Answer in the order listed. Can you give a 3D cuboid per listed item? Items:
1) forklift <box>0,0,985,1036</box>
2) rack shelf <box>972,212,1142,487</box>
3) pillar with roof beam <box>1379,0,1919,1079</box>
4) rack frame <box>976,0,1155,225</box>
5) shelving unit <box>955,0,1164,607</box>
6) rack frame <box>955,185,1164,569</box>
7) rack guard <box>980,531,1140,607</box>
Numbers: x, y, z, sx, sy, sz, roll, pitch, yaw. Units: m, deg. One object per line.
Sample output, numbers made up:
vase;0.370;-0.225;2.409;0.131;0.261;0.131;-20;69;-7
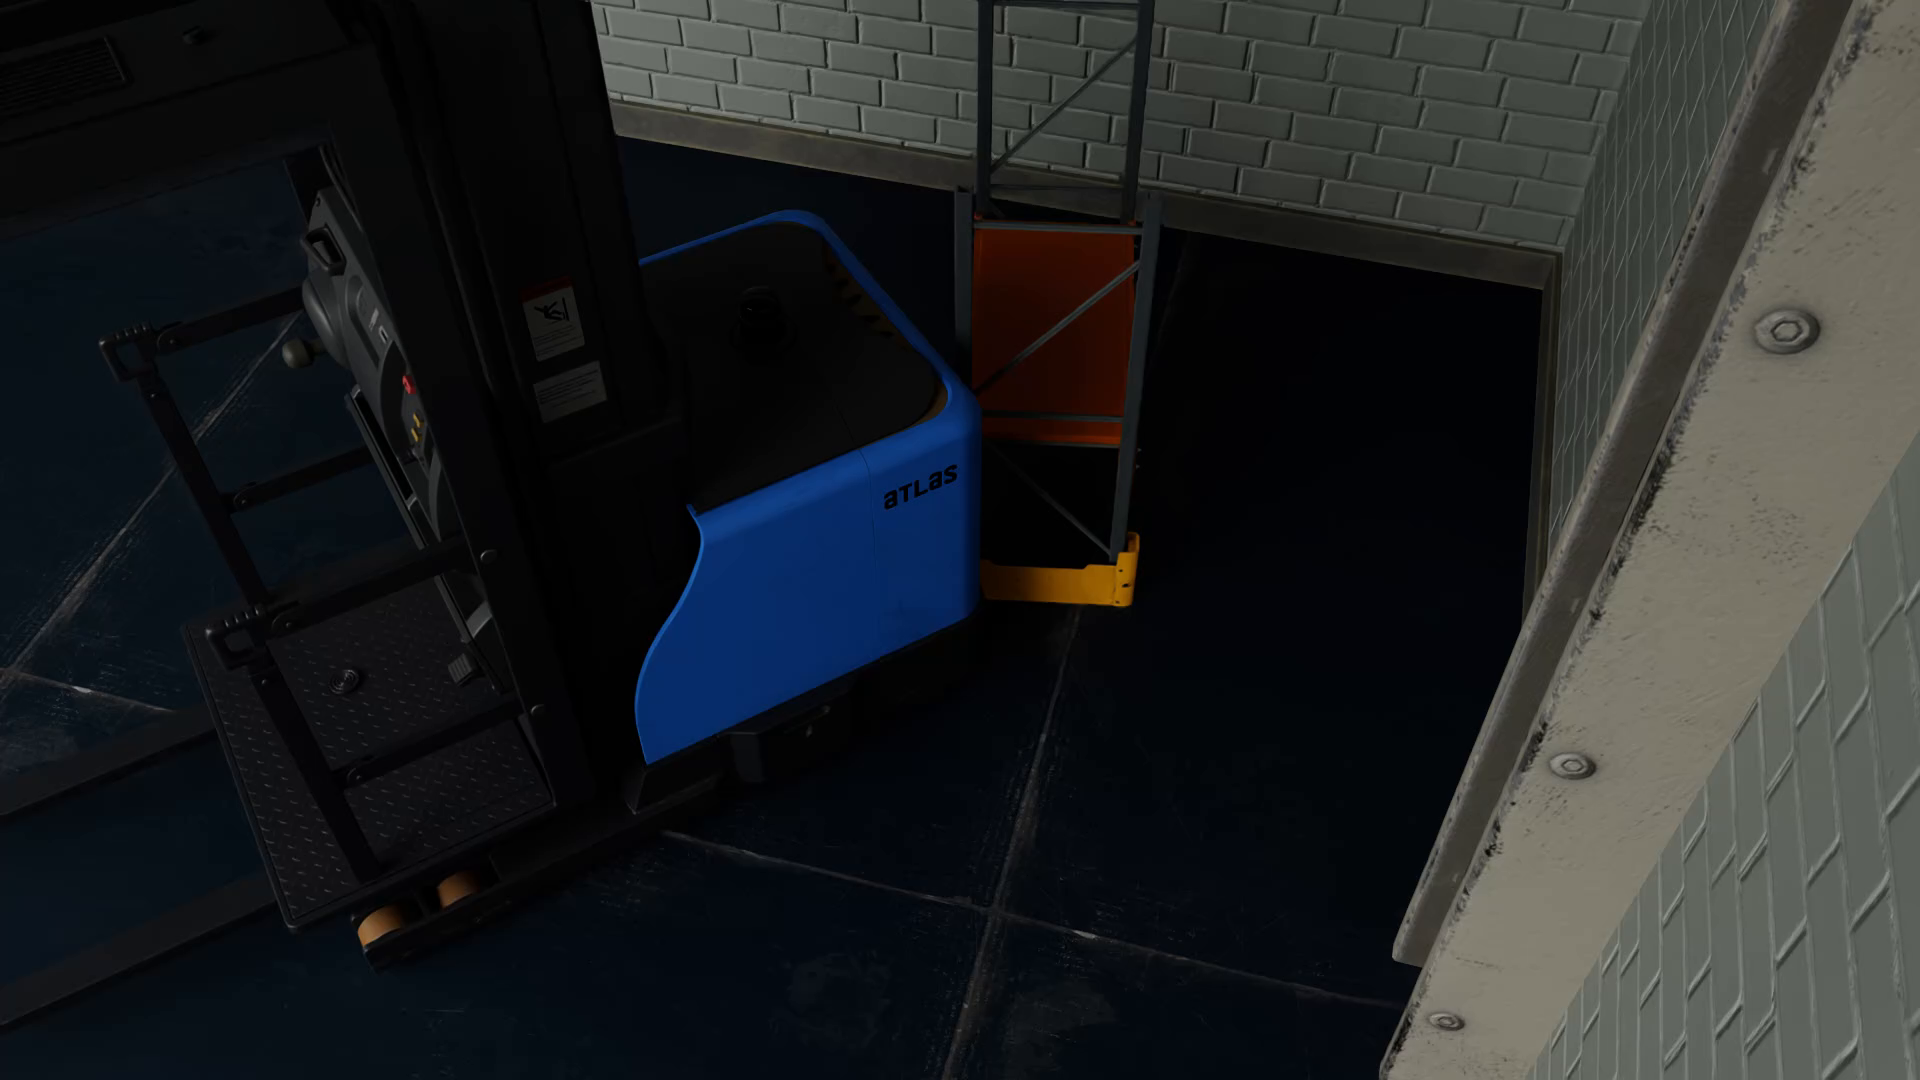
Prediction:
forklift;-1.462;-0.336;3.592;3.031;2.935;1.130;-24;53;-20
rack shelf;0.270;-0.598;5.017;0.538;0.185;1.000;3;49;2
pillar with roof beam;-2.926;-2.612;1.553;9.100;9.000;0.400;12;50;10
rack frame;0.302;-1.097;5.218;0.500;1.500;0.032;3;49;2
shelving unit;0.269;-0.710;4.876;0.587;1.500;1.083;3;49;2
rack frame;0.238;-0.336;4.546;0.500;1.500;0.032;3;49;2
rack guard;0.238;0.076;5.016;0.587;0.250;0.087;3;49;2
